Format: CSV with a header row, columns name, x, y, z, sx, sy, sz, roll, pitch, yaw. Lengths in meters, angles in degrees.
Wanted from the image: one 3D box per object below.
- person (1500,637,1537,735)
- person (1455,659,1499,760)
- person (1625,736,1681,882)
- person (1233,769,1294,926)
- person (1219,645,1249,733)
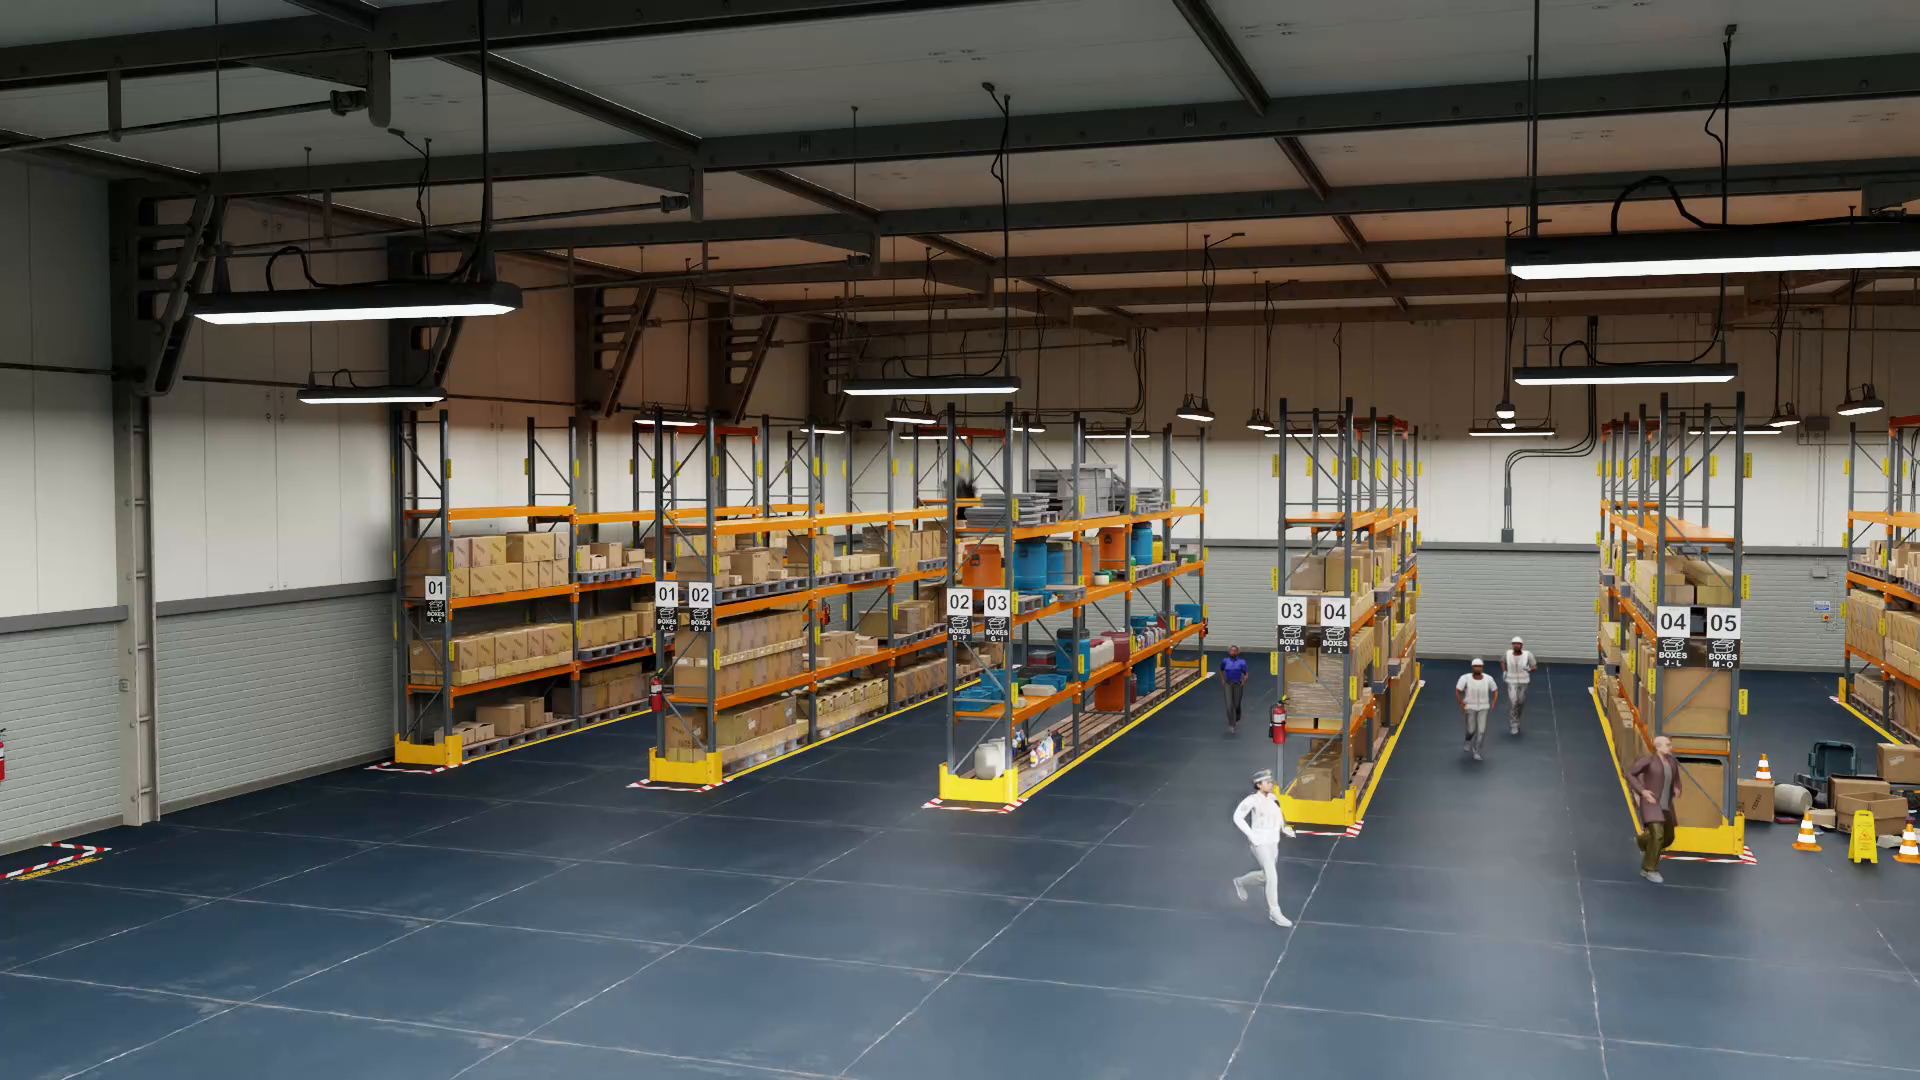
name,x,y,z,sx,sy,sz,roll,pitch,yaw
person,10.652,2.750,31.691,0.655,1.827,0.877,1,3,15
person,8.942,2.907,28.757,0.720,1.737,0.578,0,2,7
person,8.609,3.285,20.549,0.738,1.723,0.806,-1,3,-18
person,3.344,3.379,18.489,0.618,1.696,0.843,-2,3,-41
person,5.238,2.836,31.876,0.577,1.642,0.738,1,3,14
